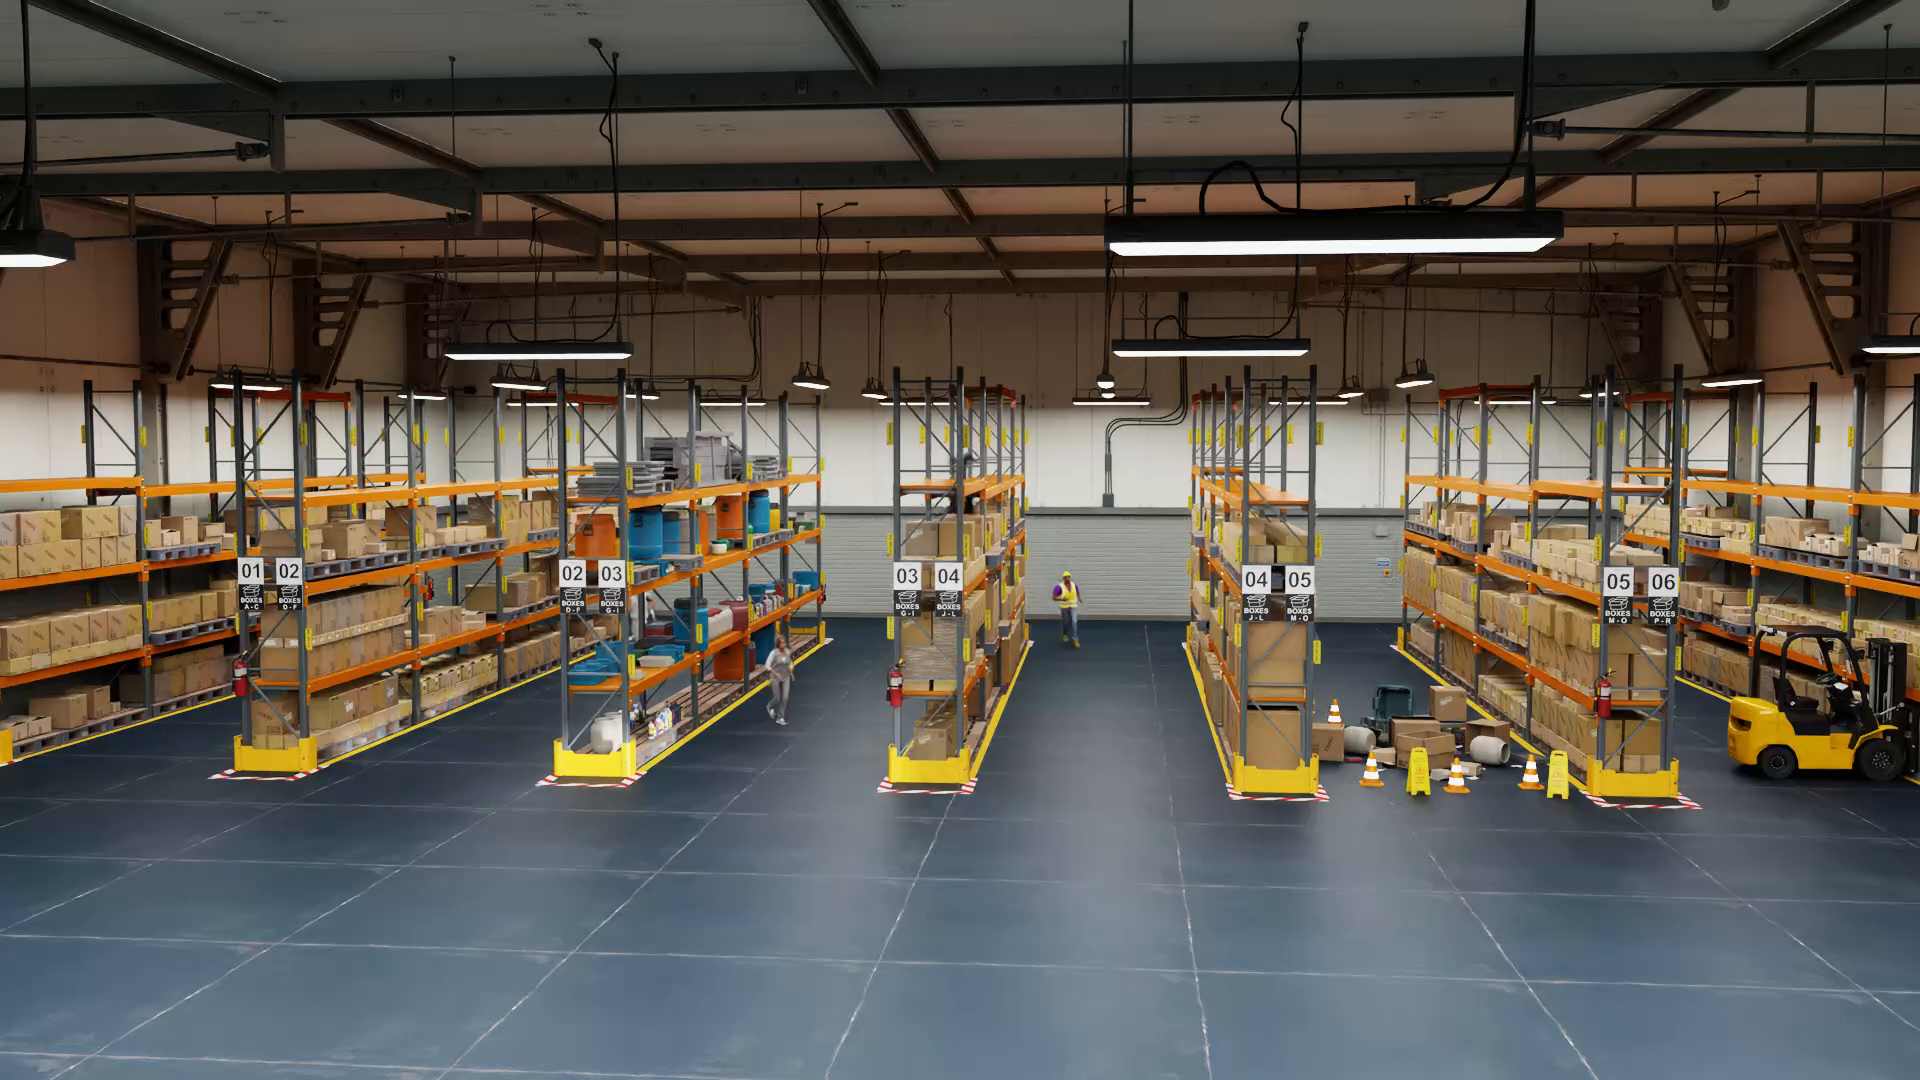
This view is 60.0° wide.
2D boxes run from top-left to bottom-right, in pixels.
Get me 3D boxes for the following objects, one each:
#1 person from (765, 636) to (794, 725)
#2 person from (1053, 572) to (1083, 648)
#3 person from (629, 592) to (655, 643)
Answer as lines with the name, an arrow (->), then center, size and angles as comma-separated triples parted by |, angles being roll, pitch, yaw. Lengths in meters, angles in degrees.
person -> -3.170, 2.438, 29.020 | 0.536, 1.547, 0.689 | -2, 4, -27
person -> 2.577, 1.640, 39.671 | 0.752, 1.780, 0.965 | -1, 4, -10
person -> -7.228, 1.784, 37.456 | 0.636, 1.800, 0.812 | 0, 4, 1
